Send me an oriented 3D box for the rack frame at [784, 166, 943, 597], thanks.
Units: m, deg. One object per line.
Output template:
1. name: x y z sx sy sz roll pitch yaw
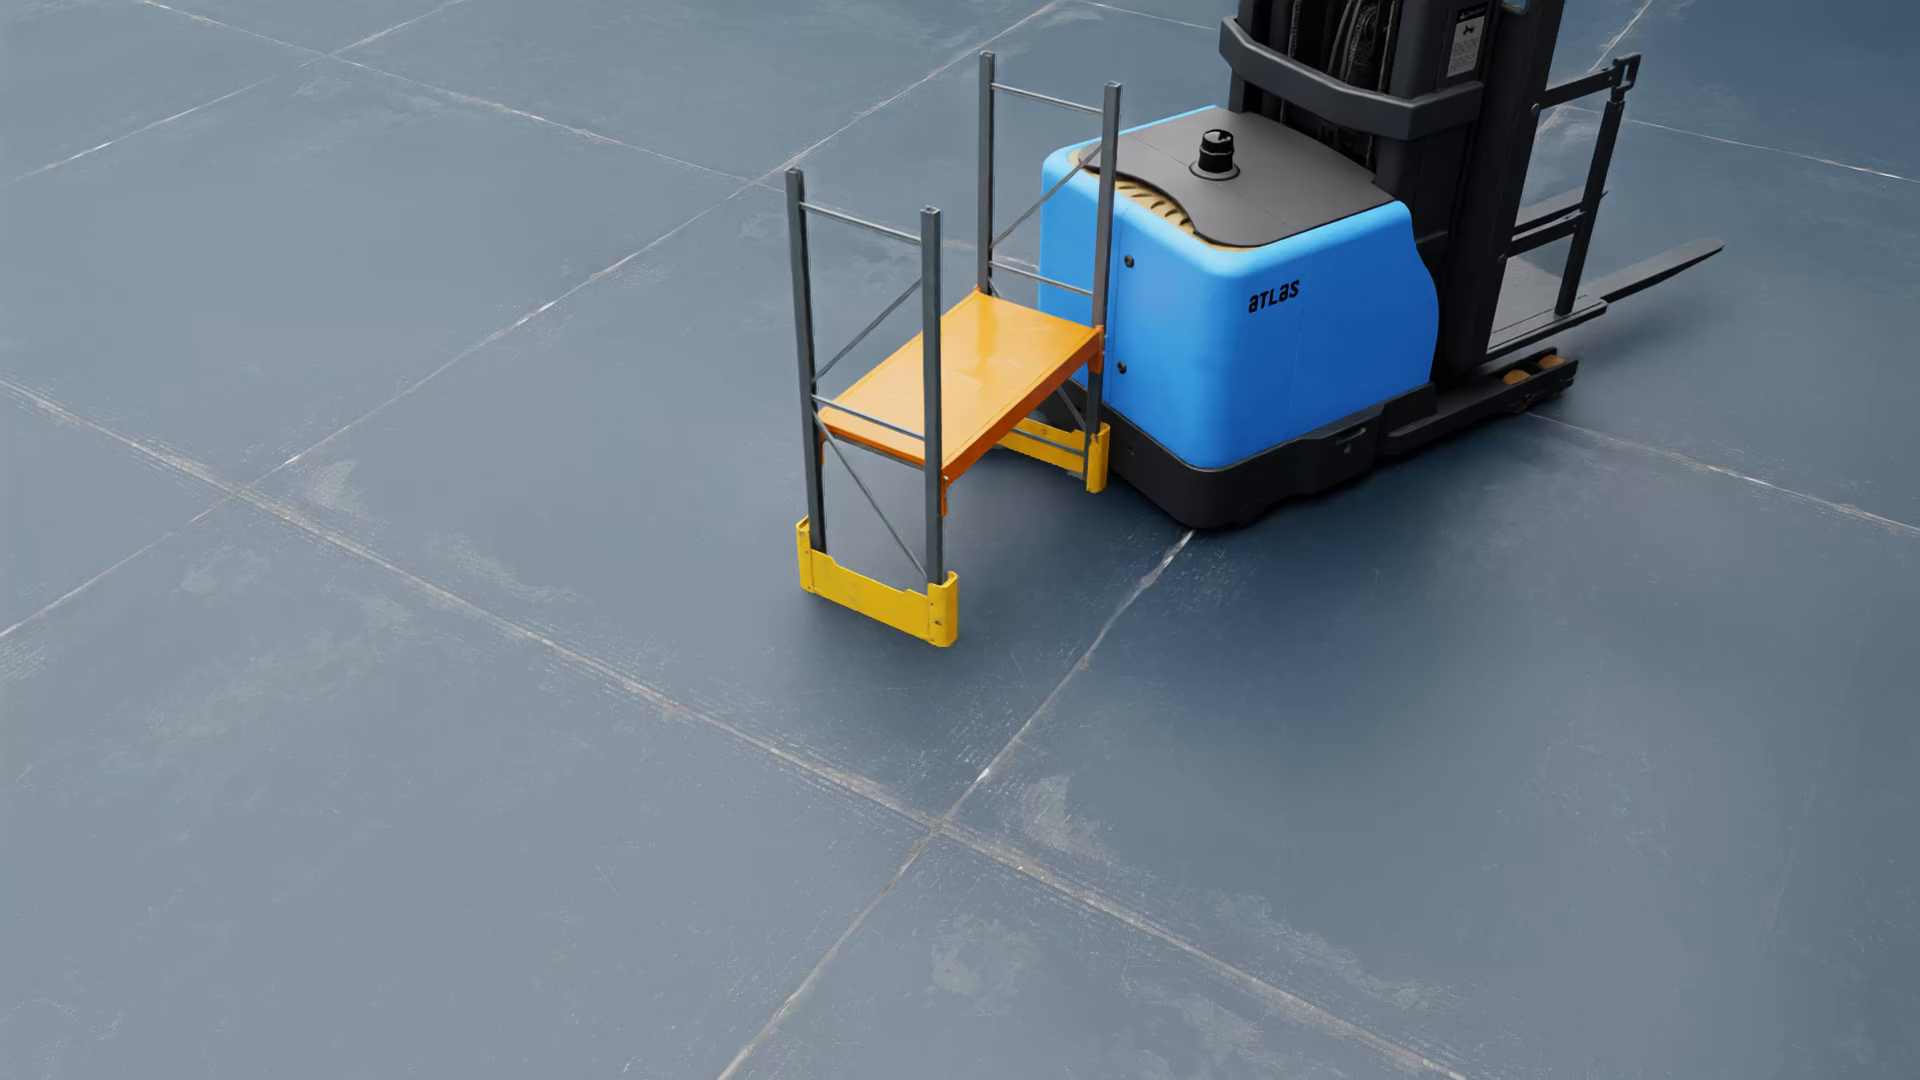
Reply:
1. rack frame: -0.271 -0.362 4.991 0.500 1.500 0.032 21 42 25

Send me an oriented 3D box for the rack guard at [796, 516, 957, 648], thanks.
1. rack guard: -0.270 0.132 5.374 0.587 0.250 0.087 21 42 25

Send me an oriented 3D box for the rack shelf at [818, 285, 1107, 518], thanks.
1. rack shelf: 0.004 -0.481 5.440 0.538 0.185 1.000 21 42 25

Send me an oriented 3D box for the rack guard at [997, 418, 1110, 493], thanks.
1. rack guard: 0.268 -0.379 6.037 0.587 0.250 0.087 21 42 25

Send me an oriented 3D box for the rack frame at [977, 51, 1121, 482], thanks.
1. rack frame: 0.278 -0.884 5.669 0.500 1.500 0.032 21 42 25

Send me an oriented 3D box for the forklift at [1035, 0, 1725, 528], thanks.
1. forklift: 1.780 -1.894 5.806 3.031 2.935 1.130 -22 43 -26

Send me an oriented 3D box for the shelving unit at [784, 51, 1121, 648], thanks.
1. shelving unit: -0.001 -0.619 5.324 0.587 1.500 1.083 21 42 25
